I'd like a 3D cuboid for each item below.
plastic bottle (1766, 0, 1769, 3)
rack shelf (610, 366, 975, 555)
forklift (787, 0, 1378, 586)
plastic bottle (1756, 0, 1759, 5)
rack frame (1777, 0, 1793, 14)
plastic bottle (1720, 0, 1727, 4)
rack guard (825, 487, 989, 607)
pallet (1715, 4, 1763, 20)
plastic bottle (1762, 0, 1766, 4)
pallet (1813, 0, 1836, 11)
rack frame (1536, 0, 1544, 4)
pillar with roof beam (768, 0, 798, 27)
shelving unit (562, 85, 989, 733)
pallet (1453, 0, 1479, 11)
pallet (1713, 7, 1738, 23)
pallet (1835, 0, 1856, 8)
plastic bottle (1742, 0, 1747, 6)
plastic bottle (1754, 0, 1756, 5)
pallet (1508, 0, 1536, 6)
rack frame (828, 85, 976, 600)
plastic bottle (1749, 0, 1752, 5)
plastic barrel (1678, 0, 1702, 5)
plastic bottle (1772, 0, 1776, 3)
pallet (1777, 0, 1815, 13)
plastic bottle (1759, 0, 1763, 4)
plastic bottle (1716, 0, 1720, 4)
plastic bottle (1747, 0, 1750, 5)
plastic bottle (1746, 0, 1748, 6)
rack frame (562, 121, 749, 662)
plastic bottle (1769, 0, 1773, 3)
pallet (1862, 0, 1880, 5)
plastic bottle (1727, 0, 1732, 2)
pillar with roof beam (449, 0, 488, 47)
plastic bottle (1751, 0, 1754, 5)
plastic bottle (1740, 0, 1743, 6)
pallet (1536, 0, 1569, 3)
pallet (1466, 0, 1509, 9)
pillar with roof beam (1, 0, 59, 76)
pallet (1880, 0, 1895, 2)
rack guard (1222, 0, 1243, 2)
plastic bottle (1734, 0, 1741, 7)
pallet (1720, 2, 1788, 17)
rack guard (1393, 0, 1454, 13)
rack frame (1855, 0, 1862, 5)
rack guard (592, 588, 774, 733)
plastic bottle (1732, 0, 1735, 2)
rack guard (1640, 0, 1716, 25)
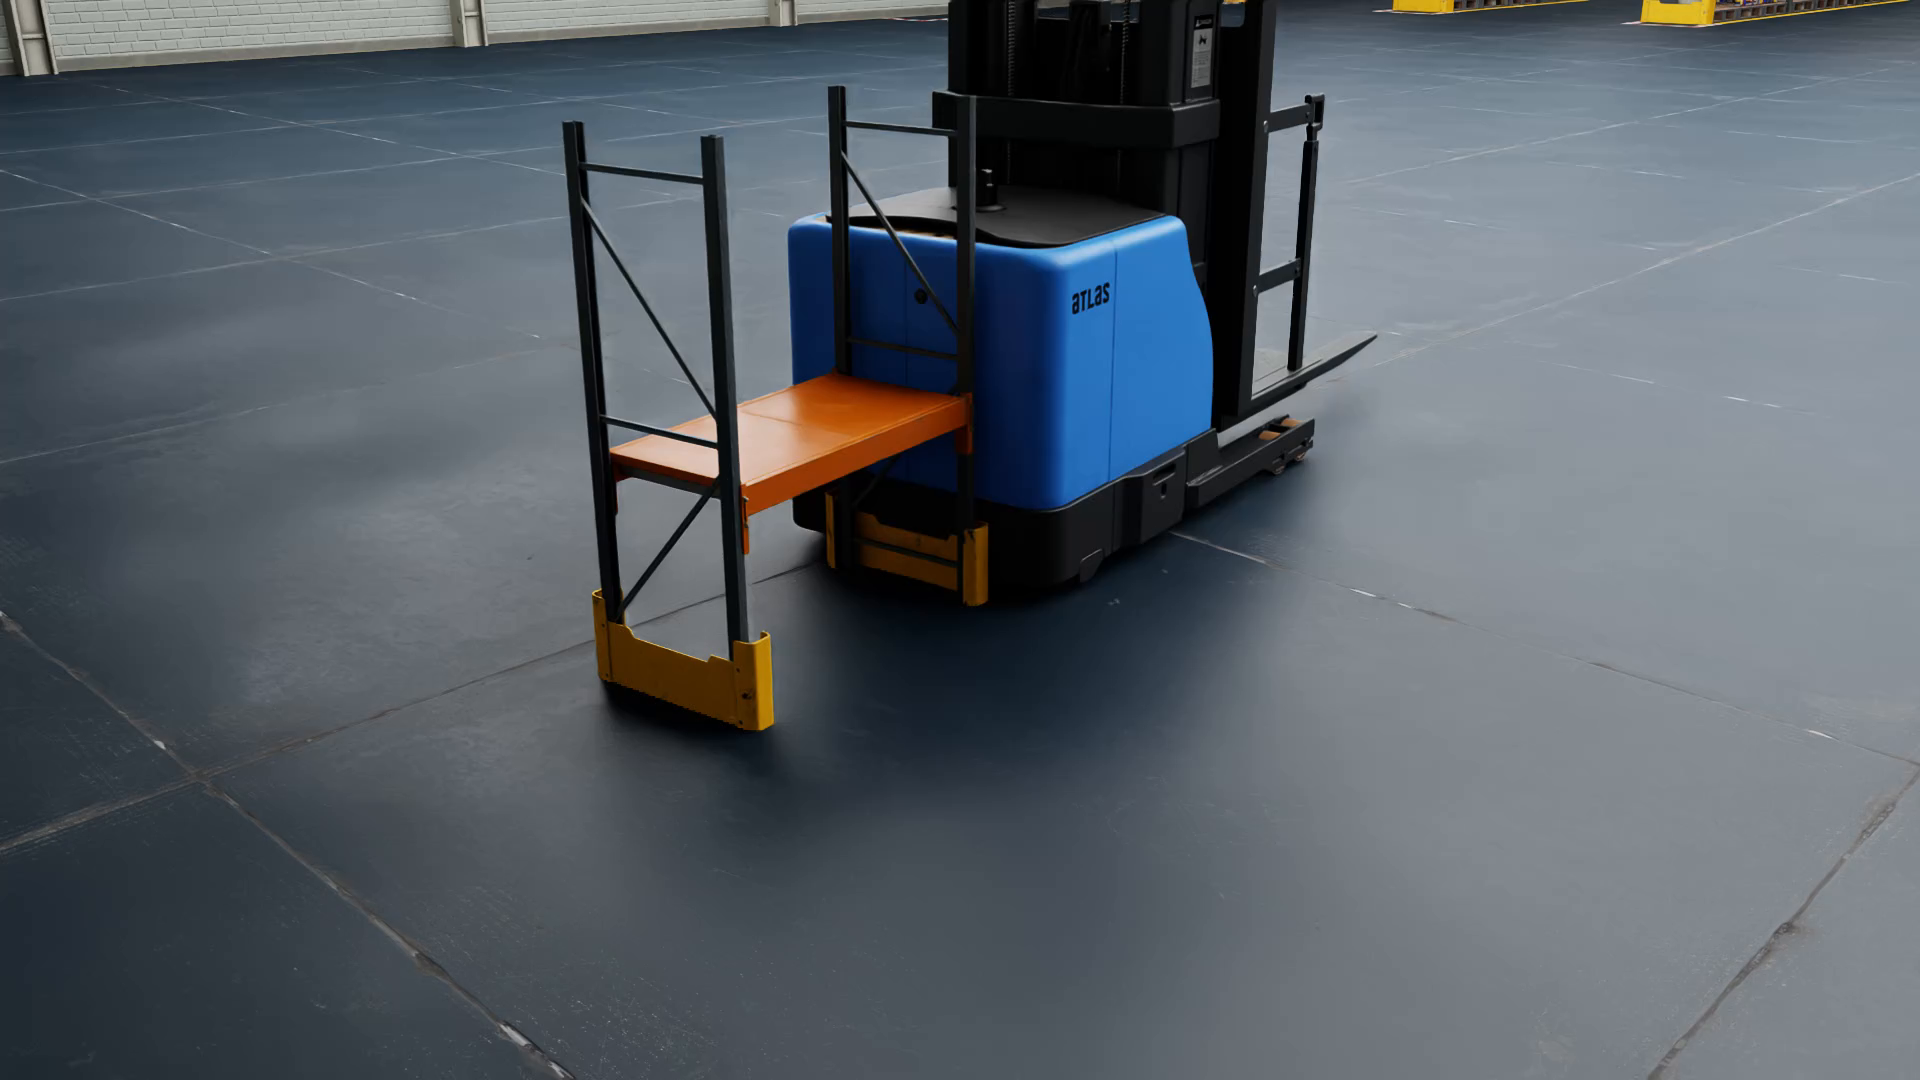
[{"bbox_3d":[14.975,-10.166,30.921,0.144,0.351,0.185,18,27,38],"label":"plastic bottle"},{"bbox_3d":[-0.461,-0.249,4.633,0.538,0.185,1.000,14,25,32],"label":"rack shelf"},{"bbox_3d":[0.700,-1.698,5.907,1.130,2.935,3.031,14,25,32],"label":"forklift"},{"bbox_3d":[14.634,-10.007,30.613,0.135,0.276,0.152,-20,28,-41],"label":"plastic bottle"},{"bbox_3d":[15.352,-11.484,31.272,1.000,3.000,0.127,19,28,41],"label":"rack frame"},{"bbox_3d":[14.187,-10.126,30.922,0.152,0.276,0.135,19,28,41],"label":"plastic bottle"},{"bbox_3d":[-0.170,0.018,5.181,0.587,0.250,0.087,14,25,32],"label":"rack guard"},{"bbox_3d":[14.002,-9.705,30.530,1.003,0.211,1.213,19,28,41],"label":"pallet"},{"bbox_3d":[14.892,-10.082,30.797,0.133,0.283,0.061,-18,27,-39],"label":"plastic bottle"},{"bbox_3d":[16.723,-10.709,33.142,1.003,0.211,1.213,19,28,41],"label":"pallet"},{"bbox_3d":[11.806,-12.725,34.500,1.000,3.000,0.127,19,28,41],"label":"rack frame"},{"bbox_3d":[0.045,-11.970,24.174,9.100,9.000,0.400,19,28,41],"label":"pillar with roof beam"},{"bbox_3d":[-0.456,-0.419,4.575,0.587,1.500,1.083,14,25,32],"label":"shelving unit"},{"bbox_3d":[9.519,-10.602,32.864,1.003,0.211,1.213,19,28,41],"label":"pallet"},{"bbox_3d":[13.151,-9.393,29.718,1.003,0.211,1.213,19,28,41],"label":"pallet"},{"bbox_3d":[17.574,-11.021,33.954,1.003,0.211,1.213,19,28,41],"label":"pallet"},{"bbox_3d":[14.221,-9.835,30.154,0.133,0.283,0.061,-20,28,-41],"label":"plastic bottle"},{"bbox_3d":[14.571,-9.935,30.529,0.097,0.201,0.097,0,21,0],"label":"plastic bottle"},{"bbox_3d":[11.221,-11.229,34.495,1.003,0.211,1.213,19,28,41],"label":"pallet"},{"bbox_3d":[-0.169,-0.566,4.957,0.500,1.500,0.032,14,25,32],"label":"rack frame"},{"bbox_3d":[14.428,-9.882,30.392,0.097,0.201,0.097,0,21,0],"label":"plastic bottle"},{"bbox_3d":[12.966,-9.679,29.458,0.421,0.512,0.421,0,21,0],"label":"plastic barrel"},{"bbox_3d":[15.253,-10.215,31.144,0.133,0.283,0.061,-18,28,-39],"label":"plastic bottle"},{"bbox_3d":[15.872,-10.394,32.323,1.003,0.211,1.213,19,28,41],"label":"pallet"},{"bbox_3d":[14.750,-10.083,30.705,0.144,0.351,0.185,19,28,40],"label":"plastic bottle"},{"bbox_3d":[14.051,-10.055,30.841,0.097,0.201,0.097,0,21,0],"label":"plastic bottle"},{"bbox_3d":[14.359,-9.889,30.313,0.097,0.271,0.097,0,21,0],"label":"plastic bottle"},{"bbox_3d":[14.289,-9.864,30.246,0.097,0.271,0.097,0,21,0],"label":"plastic bottle"},{"bbox_3d":[-0.752,-0.267,4.180,0.500,1.500,0.032,14,25,32],"label":"rack frame"},{"bbox_3d":[15.109,-10.215,31.050,0.144,0.351,0.185,18,28,39],"label":"plastic bottle"},{"bbox_3d":[18.663,-11.424,35.002,1.003,0.211,1.213,19,28,41],"label":"pallet"},{"bbox_3d":[14.477,-10.245,31.237,0.097,0.271,0.097,0,21,0],"label":"plastic bottle"},{"bbox_3d":[-4.141,-10.428,20.161,9.100,9.000,0.400,19,28,41],"label":"pillar with roof beam"},{"bbox_3d":[14.500,-9.942,30.448,0.097,0.271,0.097,0,21,0],"label":"plastic bottle"},{"bbox_3d":[14.122,-9.770,30.099,0.097,0.201,0.097,0,21,0],"label":"plastic bottle"},{"bbox_3d":[12.292,-11.622,35.518,1.003,0.211,1.213,19,28,41],"label":"pallet"},{"bbox_3d":[10.370,-10.914,33.676,1.003,0.211,1.213,19,28,41],"label":"pallet"},{"bbox_3d":[-8.326,-8.885,16.149,9.100,9.000,0.400,19,28,41],"label":"pillar with roof beam"},{"bbox_3d":[19.514,-11.736,35.814,1.003,0.211,1.213,19,28,41],"label":"pallet"},{"bbox_3d":[5.516,-11.788,35.547,1.175,0.500,0.348,19,28,41],"label":"rack guard"},{"bbox_3d":[14.050,-9.776,30.017,0.097,0.271,0.097,0,21,0],"label":"plastic bottle"},{"bbox_3d":[14.854,-10.020,31.350,1.003,0.211,1.213,19,28,41],"label":"pallet"},{"bbox_3d":[8.998,-10.523,32.257,1.175,0.500,0.348,19,28,41],"label":"rack guard"},{"bbox_3d":[18.142,-12.512,33.947,1.000,3.000,0.127,19,28,41],"label":"rack frame"},{"bbox_3d":[-0.741,0.310,4.419,0.587,0.250,0.087,14,25,32],"label":"rack guard"},{"bbox_3d":[14.595,-10.313,31.305,0.144,0.351,0.185,19,28,41],"label":"plastic bottle"},{"bbox_3d":[12.581,-9.320,29.127,1.175,0.500,0.348,19,28,41],"label":"rack guard"}]
